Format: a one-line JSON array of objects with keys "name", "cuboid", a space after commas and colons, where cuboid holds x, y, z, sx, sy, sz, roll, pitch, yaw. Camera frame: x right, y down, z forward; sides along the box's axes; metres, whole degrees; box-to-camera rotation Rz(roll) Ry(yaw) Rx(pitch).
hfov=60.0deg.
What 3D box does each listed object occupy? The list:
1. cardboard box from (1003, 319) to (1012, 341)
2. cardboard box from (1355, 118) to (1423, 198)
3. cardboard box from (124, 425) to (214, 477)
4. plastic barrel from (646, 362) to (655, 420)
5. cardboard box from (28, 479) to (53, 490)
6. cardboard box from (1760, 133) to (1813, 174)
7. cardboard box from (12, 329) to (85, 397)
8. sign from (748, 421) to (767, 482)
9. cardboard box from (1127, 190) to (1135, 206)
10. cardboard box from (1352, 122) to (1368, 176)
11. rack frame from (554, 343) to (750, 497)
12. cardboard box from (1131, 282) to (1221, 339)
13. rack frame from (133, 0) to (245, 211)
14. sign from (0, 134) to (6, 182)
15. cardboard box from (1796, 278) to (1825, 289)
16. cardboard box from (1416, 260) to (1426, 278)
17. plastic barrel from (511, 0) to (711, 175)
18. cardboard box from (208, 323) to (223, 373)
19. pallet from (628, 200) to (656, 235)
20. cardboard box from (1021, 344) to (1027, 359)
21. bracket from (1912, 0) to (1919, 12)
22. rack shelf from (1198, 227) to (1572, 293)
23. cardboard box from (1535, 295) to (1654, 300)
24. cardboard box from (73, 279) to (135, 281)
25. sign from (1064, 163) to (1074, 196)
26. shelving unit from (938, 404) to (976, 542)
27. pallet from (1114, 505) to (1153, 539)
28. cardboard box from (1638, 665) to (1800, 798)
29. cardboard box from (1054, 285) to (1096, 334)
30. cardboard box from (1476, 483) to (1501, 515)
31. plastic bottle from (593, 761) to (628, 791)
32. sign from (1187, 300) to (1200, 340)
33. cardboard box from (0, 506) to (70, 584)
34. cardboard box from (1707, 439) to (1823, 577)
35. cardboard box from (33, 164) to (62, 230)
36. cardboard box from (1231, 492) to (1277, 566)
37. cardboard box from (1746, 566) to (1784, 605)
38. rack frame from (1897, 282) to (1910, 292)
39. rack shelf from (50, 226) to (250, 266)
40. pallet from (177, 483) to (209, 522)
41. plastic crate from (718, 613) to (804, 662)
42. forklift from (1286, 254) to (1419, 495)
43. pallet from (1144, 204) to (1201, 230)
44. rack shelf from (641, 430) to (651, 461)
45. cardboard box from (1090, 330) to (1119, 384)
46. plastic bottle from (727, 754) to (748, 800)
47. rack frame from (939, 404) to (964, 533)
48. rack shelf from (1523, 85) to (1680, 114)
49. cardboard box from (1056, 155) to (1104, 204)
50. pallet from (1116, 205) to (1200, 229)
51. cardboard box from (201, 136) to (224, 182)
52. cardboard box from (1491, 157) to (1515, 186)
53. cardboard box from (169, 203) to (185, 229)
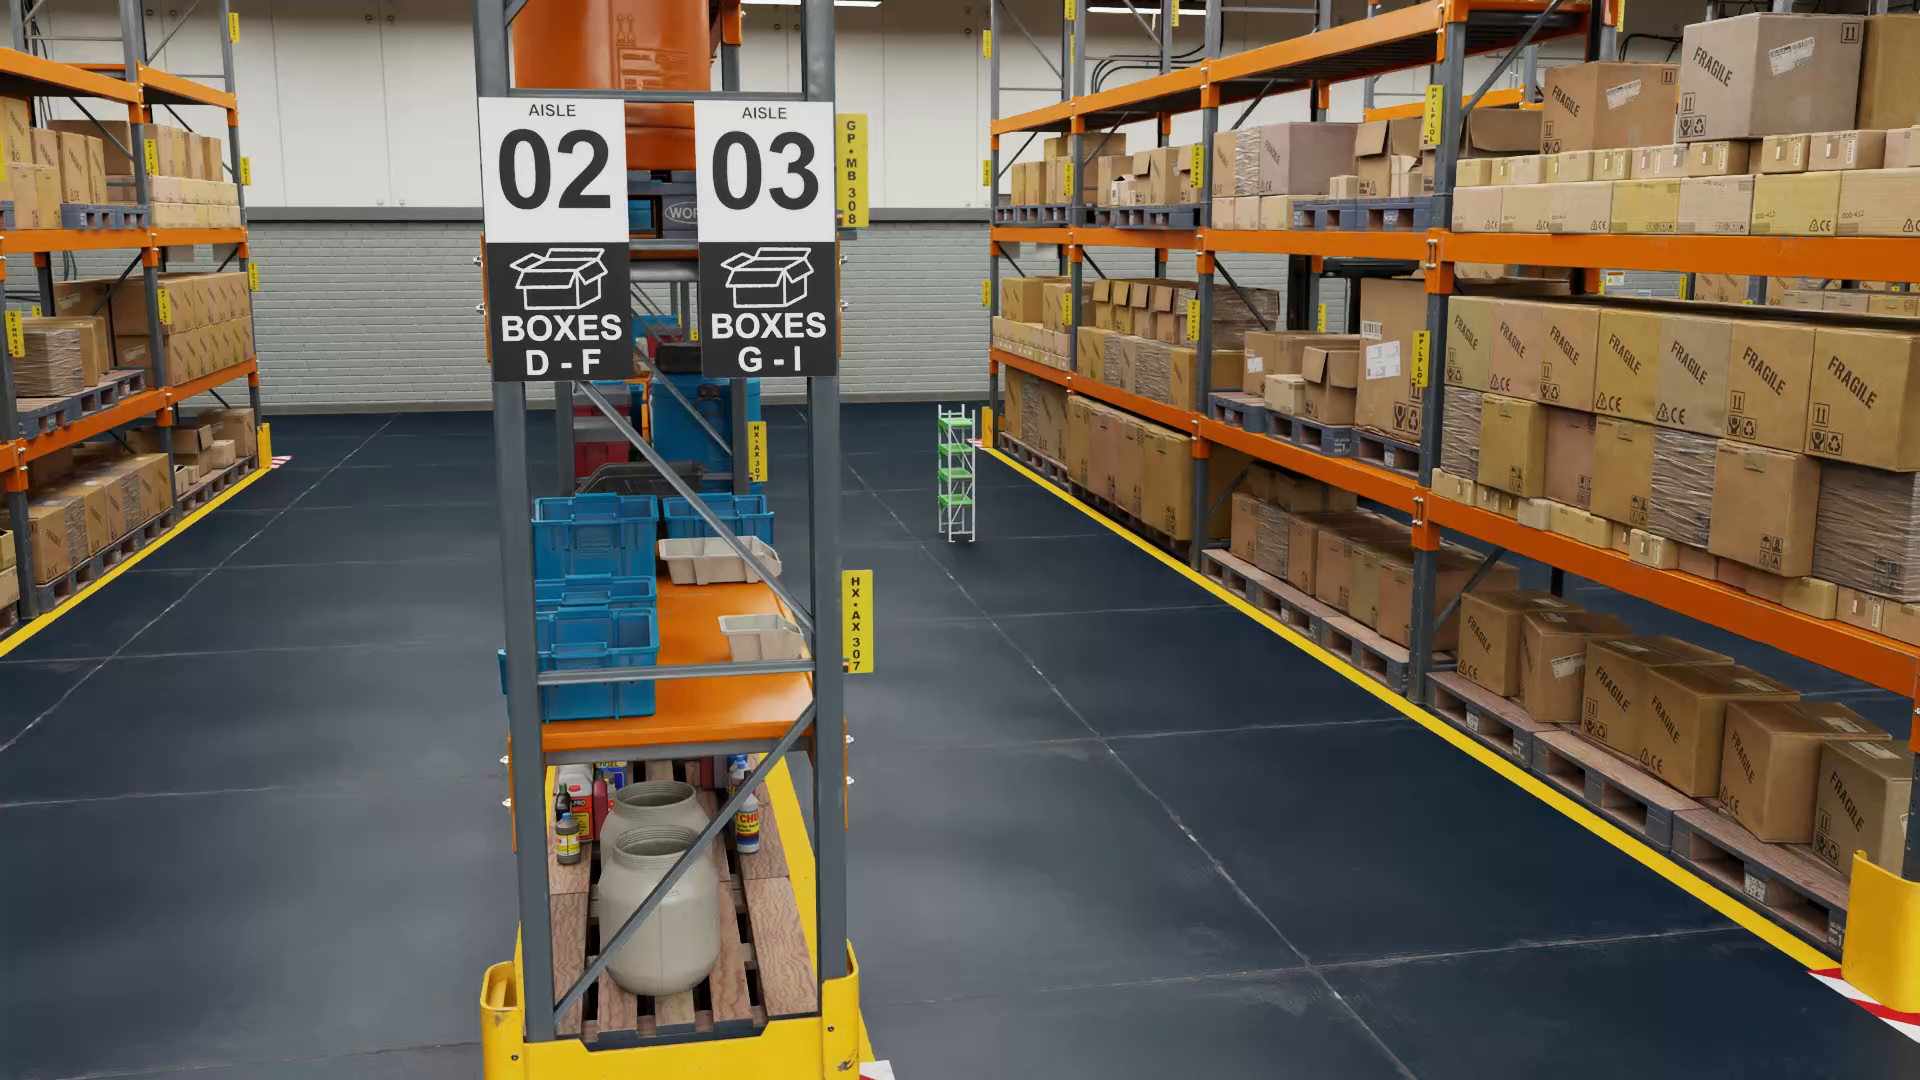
[{"name": "cardboard box", "cuboid": [0.822, -2.585, 20.415, 0.500, 0.250, 0.500, -2, 11, -12]}, {"name": "cardboard box", "cuboid": [3.041, -2.498, 10.929, 0.797, 0.503, 0.637, -2, 11, -9]}, {"name": "cardboard box", "cuboid": [-8.425, -0.946, 17.700, 0.797, 0.503, 0.637, -2, 11, -11]}, {"name": "plastic barrel", "cuboid": [-2.029, -1.051, 12.385, 0.600, 0.536, 0.708, -2, 11, -11]}, {"name": "cardboard box", "cuboid": [-7.897, -0.221, 13.896, 0.500, 0.500, 0.500, -3, 11, -13]}, {"name": "cardboard box", "cuboid": [3.469, -1.550, 6.682, 0.380, 0.149, 0.250, -2, 11, -11]}, {"name": "cardboard box", "cuboid": [-7.500, -1.420, 13.299, 0.700, 0.500, 0.500, 0, 11, 0]}, {"name": "sign", "cuboid": [-1.097, -0.478, 9.001, 0.100, 0.325, 0.005, -2, 11, -11]}, {"name": "cardboard box", "cuboid": [1.806, -3.250, 15.828, 0.380, 0.149, 0.250, -3, 11, -13]}, {"name": "cardboard box", "cuboid": [2.971, -2.743, 12.013, 0.500, 0.500, 0.500, -2, 11, -10]}, {"name": "rack frame", "cuboid": [-1.639, -0.324, 8.932, 1.000, 3.000, 0.127, -2, 11, -11]}, {"name": "cardboard box", "cuboid": [2.054, -2.157, 15.611, 0.797, 0.503, 0.637, -2, 11, -9]}, {"name": "rack frame", "cuboid": [-8.832, -5.293, 18.992, 1.000, 3.000, 0.127, -2, 11, -11]}, {"name": "sign", "cuboid": [-6.730, -2.664, 11.606, 0.100, 0.325, 0.005, -2, 11, -11]}, {"name": "cardboard box", "cuboid": [10.823, -3.135, 20.759, 0.500, 0.500, 0.500, -2, 11, -10]}, {"name": "cardboard box", "cuboid": [5.884, -3.180, 20.198, 0.500, 0.500, 0.500, -2, 11, -13]}, {"name": "plastic barrel", "cuboid": [-1.080, -1.566, 5.162, 0.600, 0.830, 0.708, -2, 11, -11]}, {"name": "cardboard box", "cuboid": [-8.184, -2.044, 17.697, 0.500, 0.500, 0.500, -2, 11, -12]}, {"name": "pallet", "cuboid": [-1.403, -1.576, 7.993, 1.213, 0.211, 1.003, -2, 11, -11]}, {"name": "cardboard box", "cuboid": [0.932, -2.223, 19.579, 0.380, 0.149, 0.250, -2, 11, -12]}, {"name": "bracket", "cuboid": [15.405, -8.553, 26.492, 0.235, 0.232, 0.430, -2, 11, -11]}, {"name": "rack shelf", "cuboid": [2.831, -1.992, 11.593, 1.077, 0.370, 4.000, -2, 11, -11]}, {"name": "cardboard box", "cuboid": [3.577, -1.119, 9.367, 0.500, 0.500, 0.500, -2, 11, -11]}, {"name": "cardboard box", "cuboid": [-8.509, -2.330, 16.527, 0.500, 0.500, 0.500, -2, 11, -12]}, {"name": "sign", "cuboid": [1.120, -3.718, 17.144, 0.100, 0.325, 0.005, -2, 11, -11]}, {"name": "shelving unit", "cuboid": [-0.032, -0.620, 15.297, 0.258, 1.200, 0.503, -2, 11, -11]}, {"name": "pallet", "cuboid": [2.128, -0.239, 15.941, 1.003, 0.211, 1.213, -2, 11, -11]}, {"name": "cardboard box", "cuboid": [3.640, 0.912, 8.000, 0.500, 0.500, 0.500, -1, 11, -6]}, {"name": "cardboard box", "cuboid": [1.312, -2.487, 17.896, 0.500, 0.500, 0.500, -2, 11, -9]}, {"name": "cardboard box", "cuboid": [3.078, -0.240, 9.159, 0.380, 0.149, 0.250, -2, 11, -11]}, {"name": "plastic bottle", "cuboid": [-1.629, 1.063, 7.750, 0.152, 0.276, 0.135, -2, 11, -11]}, {"name": "sign", "cuboid": [1.898, -1.786, 13.516, 0.100, 0.325, 0.005, -2, 11, -11]}, {"name": "cardboard box", "cuboid": [-7.084, 0.039, 12.530, 0.500, 0.500, 0.500, -2, 11, -9]}, {"name": "cardboard box", "cuboid": [3.703, -0.155, 6.981, 0.875, 0.500, 0.500, -2, 11, -11]}, {"name": "cardboard box", "cuboid": [-7.594, -2.669, 12.961, 0.910, 0.500, 0.500, -2, 11, -11]}, {"name": "cardboard box", "cuboid": [2.592, -0.104, 13.284, 0.700, 0.500, 0.500, -3, 11, -14]}, {"name": "cardboard box", "cuboid": [3.559, 0.171, 6.999, 0.380, 0.149, 0.250, -2, 11, -11]}, {"name": "rack frame", "cuboid": [11.384, -2.332, 19.481, 1.000, 3.000, 0.127, -2, 11, -11]}, {"name": "rack shelf", "cuboid": [-8.443, -3.099, 17.413, 1.077, 0.370, 4.000, -2, 11, -11]}, {"name": "pallet", "cuboid": [-8.187, -0.368, 16.621, 1.003, 0.211, 1.213, -2, 11, -11]}, {"name": "plastic crate", "cuboid": [-0.719, 0.363, 6.027, 0.298, 0.136, 0.250, -2, 11, -11]}, {"name": "forklift", "cuboid": [4.100, -1.932, 17.560, 1.130, 2.935, 3.031, -2, 11, -11]}, {"name": "pallet", "cuboid": [2.264, -2.735, 14.081, 1.213, 0.211, 1.003, -2, 11, -8]}, {"name": "rack shelf", "cuboid": [-2.028, -0.338, 10.927, 1.077, 0.370, 4.000, -2, 11, -11]}, {"name": "cardboard box", "cuboid": [1.607, -1.835, 16.603, 0.500, 0.500, 0.500, -2, 11, -11]}, {"name": "plastic bottle", "cuboid": [-1.033, 1.071, 7.721, 0.097, 0.271, 0.097, 0, 11, 0]}, {"name": "rack frame", "cuboid": [-0.080, -0.665, 15.532, 0.240, 1.200, 0.015, -2, 11, -11]}, {"name": "rack shelf", "cuboid": [6.938, -4.164, 16.054, 1.077, 0.370, 4.000, -2, 11, -11]}, {"name": "cardboard box", "cuboid": [1.453, -3.891, 17.992, 0.700, 0.500, 0.500, -3, 11, -14]}, {"name": "pallet", "cuboid": [2.044, -2.940, 15.158, 1.003, 0.211, 1.213, -2, 11, -8]}, {"name": "cardboard box", "cuboid": [-8.716, -4.266, 18.678, 0.700, 0.500, 0.500, -2, 11, -11]}, {"name": "cardboard box", "cuboid": [3.099, -1.983, 8.959, 0.380, 0.149, 0.250, -3, 11, -14]}, {"name": "cardboard box", "cuboid": [-7.999, -3.202, 16.431, 0.500, 0.250, 0.500, -2, 11, -11]}]
